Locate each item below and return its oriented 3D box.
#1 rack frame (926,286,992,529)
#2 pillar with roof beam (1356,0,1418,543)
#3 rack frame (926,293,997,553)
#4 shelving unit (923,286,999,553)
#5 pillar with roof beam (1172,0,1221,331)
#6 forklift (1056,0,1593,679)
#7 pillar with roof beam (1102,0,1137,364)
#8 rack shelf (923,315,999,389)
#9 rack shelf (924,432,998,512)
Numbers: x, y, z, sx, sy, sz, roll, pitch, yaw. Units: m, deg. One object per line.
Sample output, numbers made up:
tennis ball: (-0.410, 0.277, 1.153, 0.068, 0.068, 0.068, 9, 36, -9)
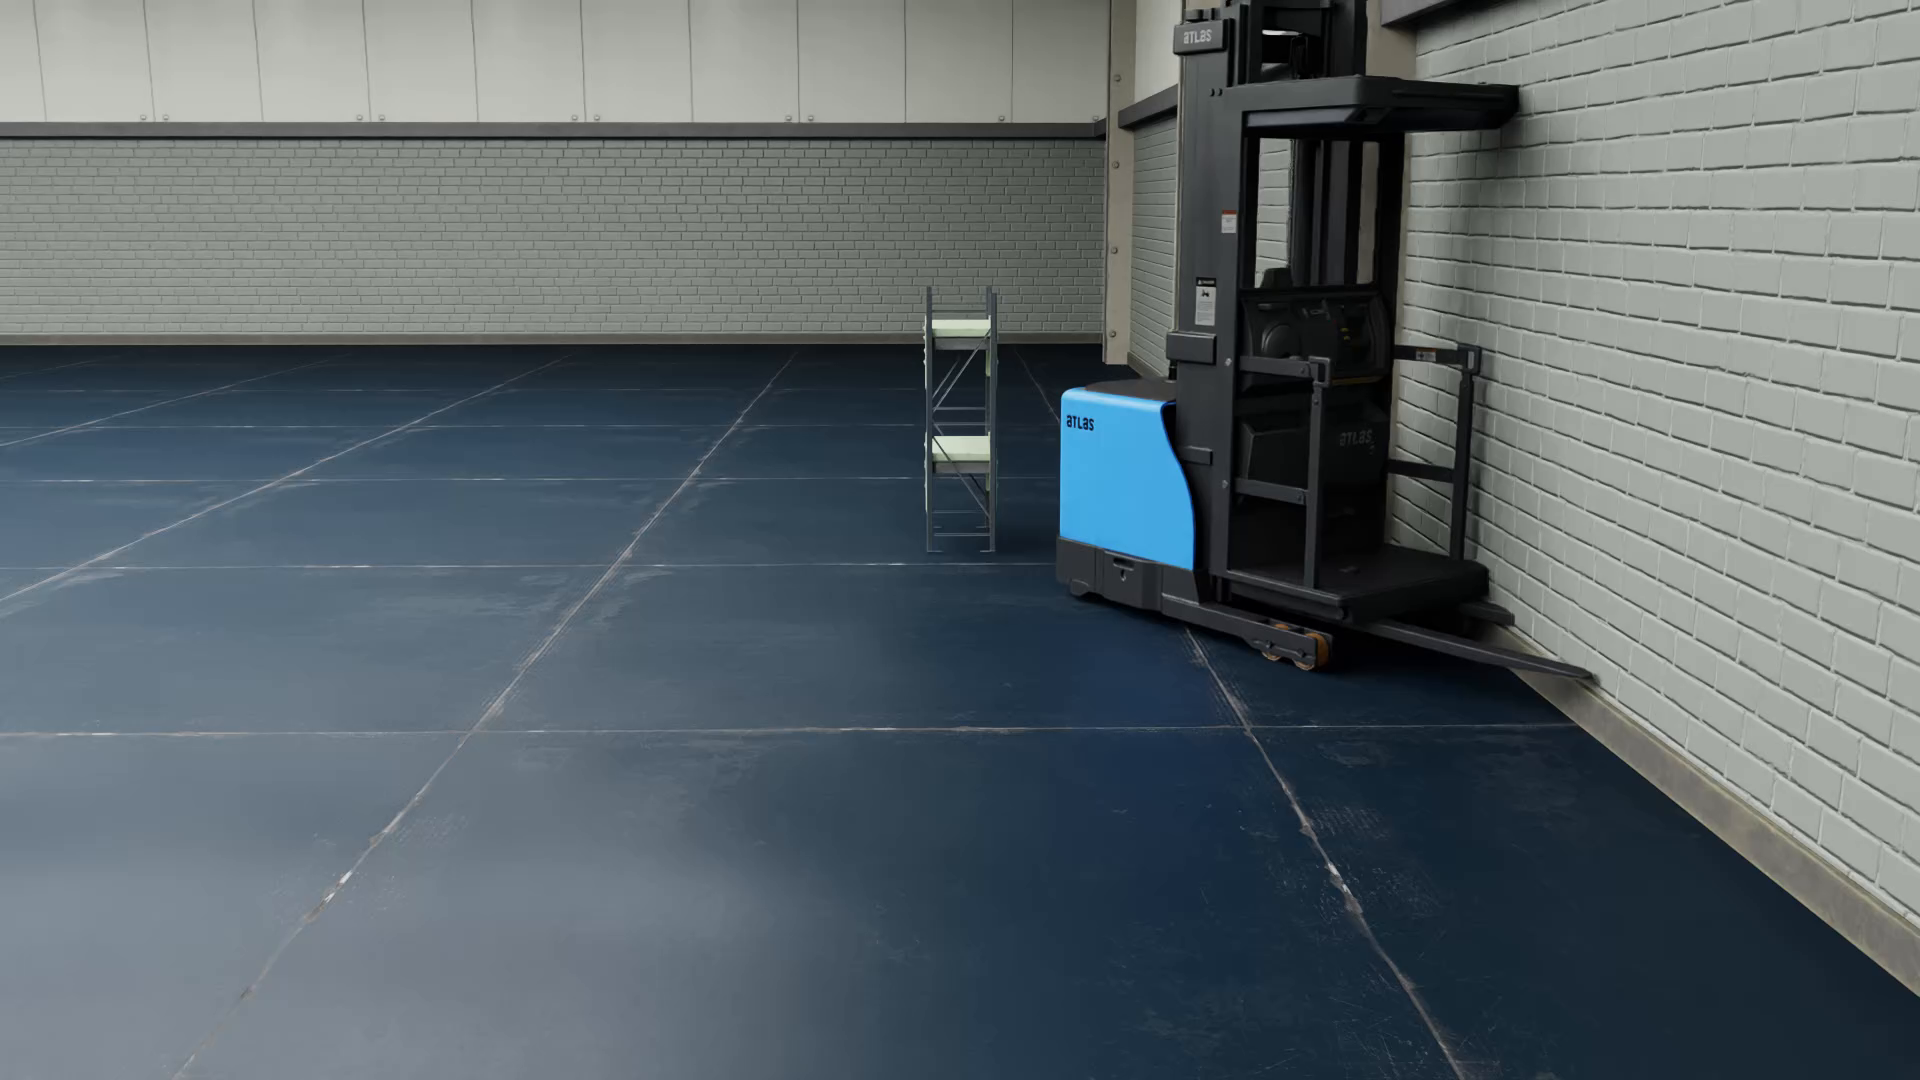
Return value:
rack frame: (-0.008, -0.809, 10.275, 0.400, 1.500, 0.023, 0, 11, -1)
pillar with roof beam: (-2.067, -4.266, 8.454, 9.100, 9.000, 0.400, 0, 11, -1)
rack frame: (0.007, -0.664, 9.558, 0.400, 1.500, 0.023, 0, 11, -1)
shelving unit: (0.000, -0.736, 9.917, 0.431, 1.500, 0.755, 0, 11, -1)
pillar with roof beam: (-2.191, -5.459, 14.333, 9.100, 9.000, 0.400, 0, 11, -1)
forklift: (1.770, -0.976, 7.499, 1.130, 2.935, 3.031, -8, 14, -35)
pillar with roof beam: (-2.315, -6.651, 20.212, 9.100, 9.000, 0.400, 0, 11, -1)
rack shelf: (0.000, -1.119, 9.839, 0.431, 0.370, 0.720, 0, 11, -1)
rack shelf: (0.000, -0.417, 9.981, 0.431, 0.370, 0.720, 0, 11, -1)
